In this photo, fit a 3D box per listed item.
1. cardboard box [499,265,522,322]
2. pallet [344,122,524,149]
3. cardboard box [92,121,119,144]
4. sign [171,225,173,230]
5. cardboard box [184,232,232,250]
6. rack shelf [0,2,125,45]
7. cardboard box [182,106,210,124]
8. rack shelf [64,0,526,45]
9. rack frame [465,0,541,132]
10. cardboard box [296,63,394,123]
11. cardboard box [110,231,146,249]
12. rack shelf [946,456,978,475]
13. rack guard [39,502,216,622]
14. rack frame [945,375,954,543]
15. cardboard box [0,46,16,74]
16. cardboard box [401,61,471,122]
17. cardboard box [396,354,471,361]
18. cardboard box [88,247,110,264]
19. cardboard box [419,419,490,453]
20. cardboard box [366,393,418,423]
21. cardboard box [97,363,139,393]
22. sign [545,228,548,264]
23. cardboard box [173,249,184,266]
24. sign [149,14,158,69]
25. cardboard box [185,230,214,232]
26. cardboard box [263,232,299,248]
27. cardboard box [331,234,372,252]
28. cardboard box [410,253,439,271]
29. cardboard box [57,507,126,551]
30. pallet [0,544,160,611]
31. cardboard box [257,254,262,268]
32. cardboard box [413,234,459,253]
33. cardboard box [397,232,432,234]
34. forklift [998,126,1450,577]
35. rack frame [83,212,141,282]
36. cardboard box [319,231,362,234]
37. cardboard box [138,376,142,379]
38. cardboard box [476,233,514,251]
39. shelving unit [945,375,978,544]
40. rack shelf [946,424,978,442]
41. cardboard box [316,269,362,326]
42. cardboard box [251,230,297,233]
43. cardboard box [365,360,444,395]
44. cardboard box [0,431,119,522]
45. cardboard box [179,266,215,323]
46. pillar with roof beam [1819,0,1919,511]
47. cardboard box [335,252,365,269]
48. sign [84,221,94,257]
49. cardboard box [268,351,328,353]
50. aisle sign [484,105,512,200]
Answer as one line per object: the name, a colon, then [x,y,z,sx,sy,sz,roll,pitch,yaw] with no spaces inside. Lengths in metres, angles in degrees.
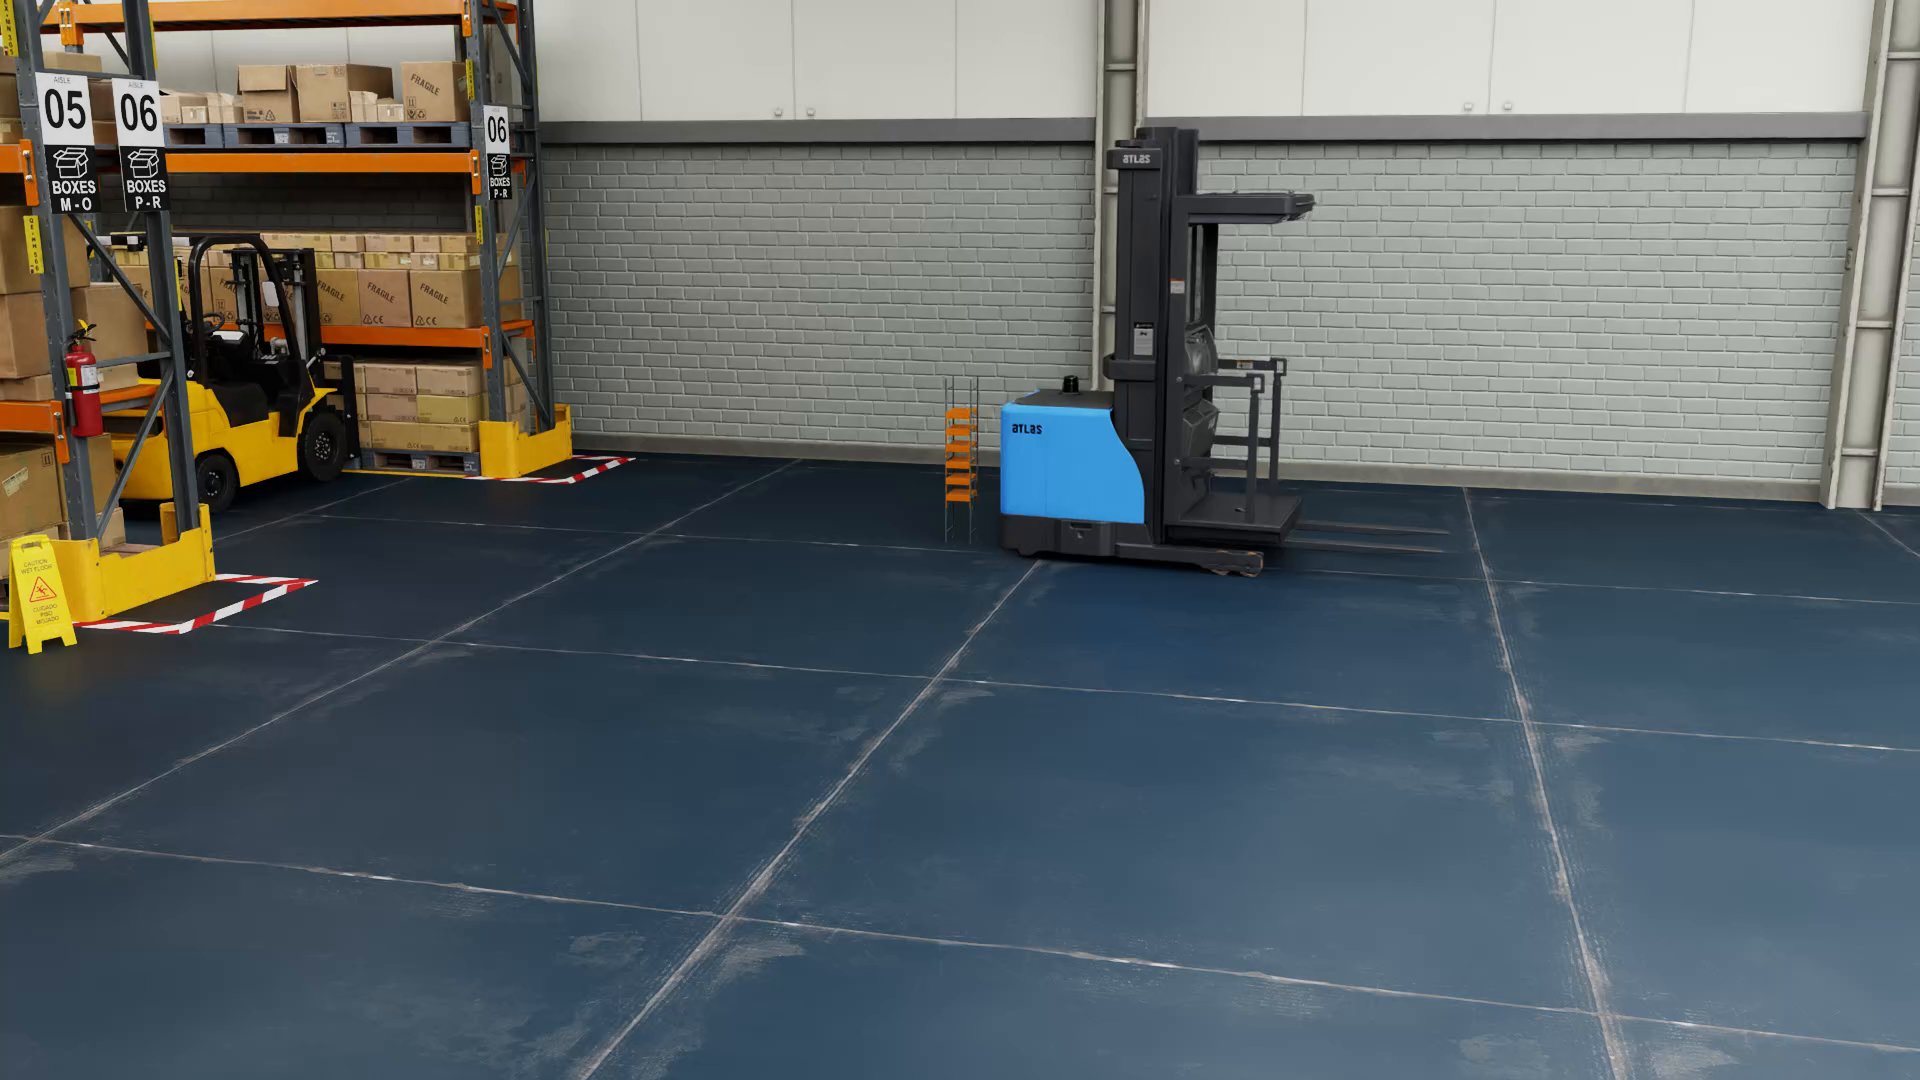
cardboard box: [-4.398,-2.270,15.311,0.500,0.500,0.500,3,13,15]
pallet: [-4.664,-3.601,14.817,1.213,0.211,1.003,3,13,14]
cardboard box: [-5.414,-2.521,10.325,0.250,0.149,0.380,3,13,14]
sign: [-7.736,-2.923,16.303,0.005,0.325,0.100,3,13,14]
cardboard box: [-6.878,-2.736,15.225,0.250,0.149,0.380,3,13,15]
rack shelf: [-9.809,-4.831,15.818,4.000,0.370,1.077,3,13,14]
cardboard box: [-6.758,-3.814,14.952,0.250,0.149,0.380,3,13,15]
rack shelf: [-5.925,-4.624,14.882,4.000,0.370,1.077,3,13,14]
rack frame: [-3.984,-5.066,14.293,0.127,3.000,1.000,3,13,14]
cardboard box: [-5.442,-3.950,14.758,0.500,0.500,0.700,3,13,14]
cardboard box: [-7.629,-2.777,15.409,0.250,0.149,0.380,3,13,15]
rack shelf: [0.014,-0.542,12.110,0.180,0.103,0.258,3,13,14]
rack guard: [-5.243,0.123,10.526,0.348,0.500,1.175,3,13,14]
rack frame: [-0.075,-0.590,12.122,0.006,1.200,0.240,3,13,14]
cardboard box: [-5.568,-2.780,9.652,0.250,0.149,0.380,3,13,14]
cardboard box: [-4.472,-3.876,14.423,0.500,0.500,0.500,3,13,15]
cardboard box: [-4.891,-1.578,15.492,0.500,0.250,0.500,3,13,14]
cardboard box: [-8.252,-2.682,15.667,0.250,0.149,0.380,4,13,15]
cardboard box: [-4.516,-0.958,15.006,0.500,0.250,0.500,3,13,14]
cardboard box: [-5.015,-1.232,15.086,0.500,0.250,0.500,3,13,13]
cardboard box: [-5.450,-1.032,10.540,0.250,0.149,0.380,3,13,14]
sign: [-3.845,-2.715,15.365,0.005,0.325,0.100,3,13,14]
cardboard box: [-7.109,-2.618,15.380,0.250,0.149,0.380,3,13,13]
sign: [-5.039,-3.099,10.332,0.005,0.325,0.100,3,13,14]
cardboard box: [-7.251,-2.881,15.879,0.250,0.149,0.380,3,13,12]
cardboard box: [-6.113,-2.717,15.142,0.250,0.149,0.380,3,13,14]
cardboard box: [-5.393,-2.655,14.862,0.250,0.149,0.380,3,13,15]
cardboard box: [-4.643,-2.469,14.709,0.250,0.149,0.380,3,13,14]
cardboard box: [-5.886,-0.056,10.940,0.500,0.250,0.500,3,13,13]
pallet: [-6.023,0.214,10.781,1.213,0.211,1.003,3,13,14]
cardboard box: [-6.385,-2.566,15.147,0.250,0.149,0.380,3,13,12]
cardboard box: [-4.629,-2.629,14.742,0.250,0.149,0.380,3,13,14]
cardboard box: [-5.001,-2.758,15.324,0.250,0.149,0.380,3,13,14]
forklift: [1.841,-1.311,11.376,3.031,2.935,1.130,4,13,19]
rack frame: [-7.867,-2.345,15.878,0.127,3.000,1.000,3,13,14]
cardboard box: [-5.753,-2.797,15.499,0.250,0.149,0.380,3,13,14]
cardboard box: [-7.473,-1.605,15.612,0.500,0.250,0.500,3,13,13]
cardboard box: [-4.259,-2.711,15.111,0.250,0.149,0.380,3,13,12]
shelving unit: [0.014,-0.585,12.100,0.189,1.200,0.258,3,13,14]
rack shelf: [0.014,-0.776,12.058,0.180,0.103,0.258,3,13,14]
cardboard box: [-5.523,-2.212,15.048,0.500,0.500,0.500,3,13,12]
cardboard box: [-6.486,-2.853,15.751,0.250,0.149,0.380,3,13,13]
cardboard box: [-5.003,-1.472,15.013,0.500,0.250,0.500,3,13,15]
cardboard box: [-5.909,-0.423,10.864,0.500,0.500,0.500,3,13,12]
cardboard box: [-6.989,-2.292,15.410,0.500,0.500,0.500,3,13,15]
pillar with roof beam: [6.175,-3.764,8.423,0.400,9.000,9.100,3,13,14]
cardboard box: [-5.388,-2.515,14.914,0.250,0.149,0.380,3,13,12]
sign: [-7.988,-2.757,15.245,0.005,0.325,0.100,3,13,14]
cardboard box: [-6.360,-1.659,15.855,0.500,0.250,0.500,3,13,14]
aisle sign: [-3.990,-3.341,14.368,0.004,0.787,0.394,3,13,14]
